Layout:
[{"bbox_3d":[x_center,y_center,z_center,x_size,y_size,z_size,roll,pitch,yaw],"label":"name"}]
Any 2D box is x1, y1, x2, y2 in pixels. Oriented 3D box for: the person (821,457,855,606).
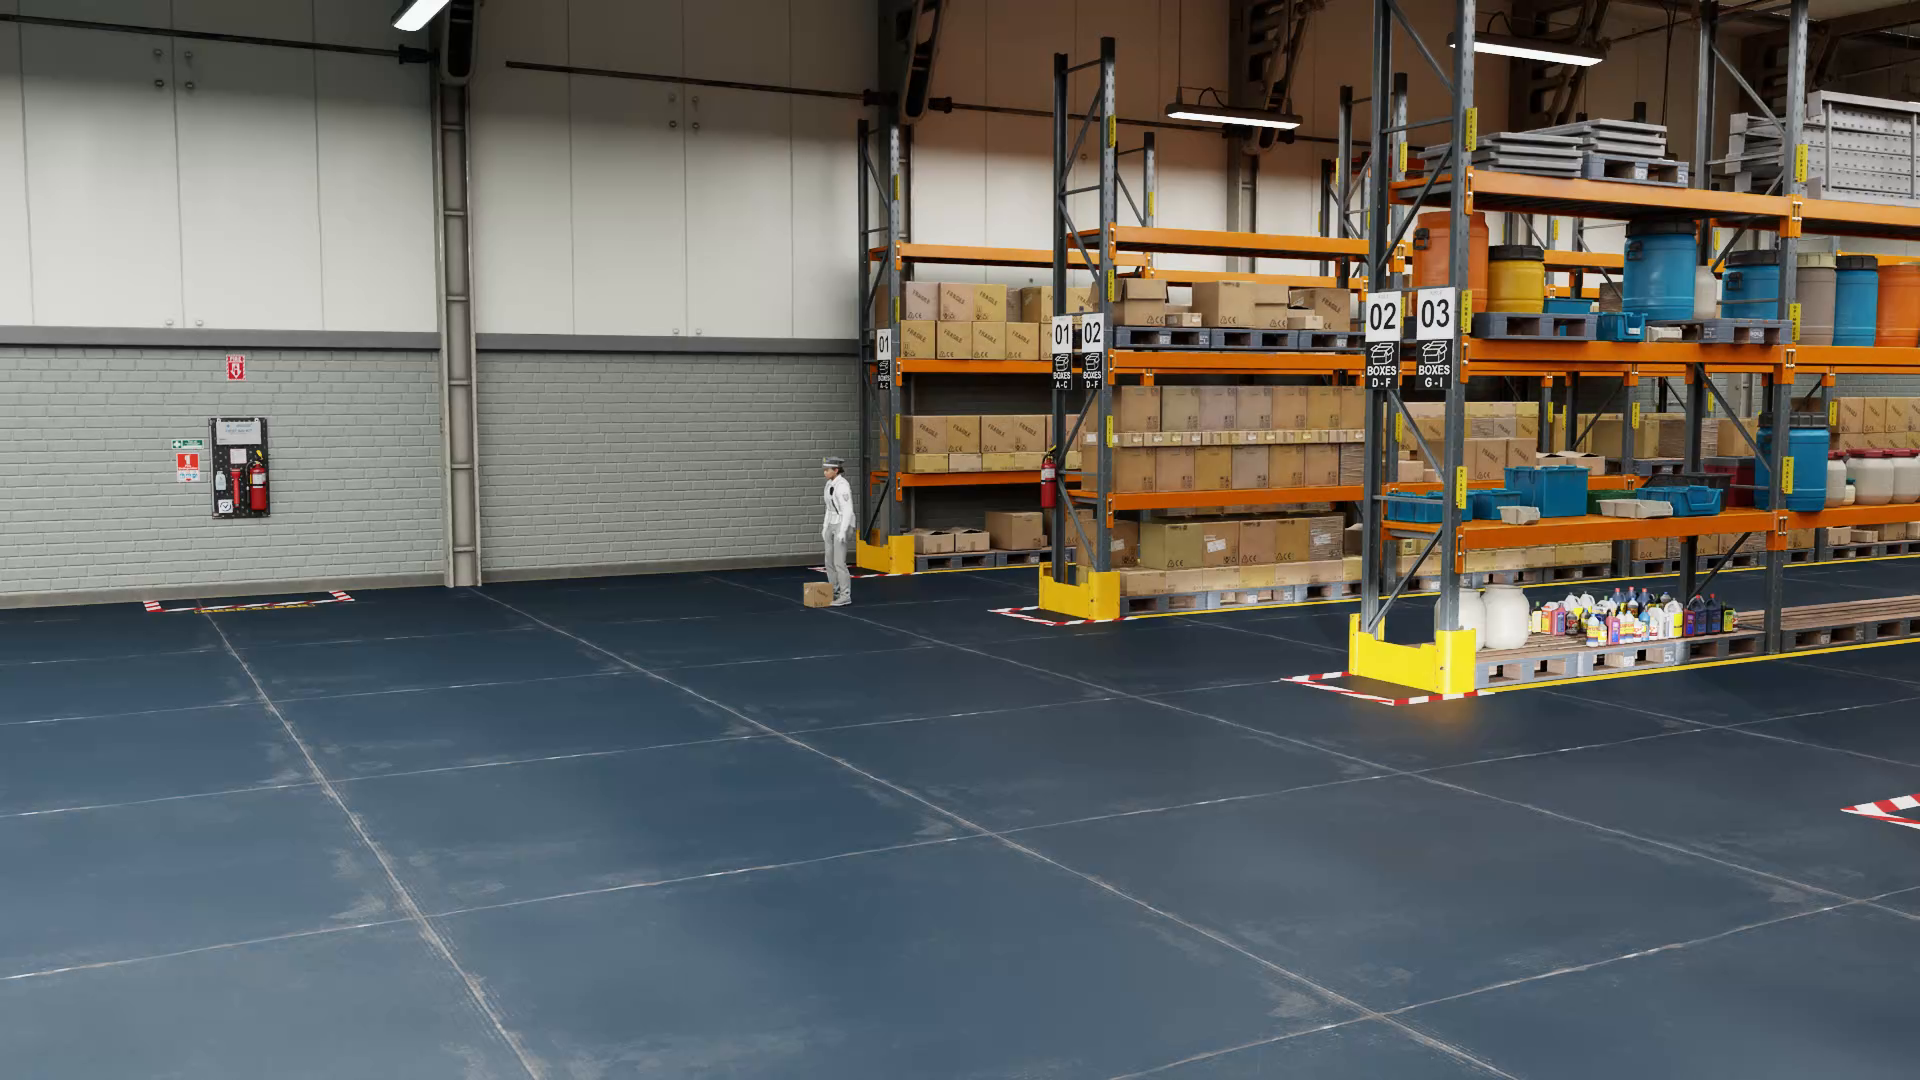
[{"bbox_3d":[-1.377,-0.104,18.642,0.372,1.664,0.529,-3,6,-28],"label":"person"}]
